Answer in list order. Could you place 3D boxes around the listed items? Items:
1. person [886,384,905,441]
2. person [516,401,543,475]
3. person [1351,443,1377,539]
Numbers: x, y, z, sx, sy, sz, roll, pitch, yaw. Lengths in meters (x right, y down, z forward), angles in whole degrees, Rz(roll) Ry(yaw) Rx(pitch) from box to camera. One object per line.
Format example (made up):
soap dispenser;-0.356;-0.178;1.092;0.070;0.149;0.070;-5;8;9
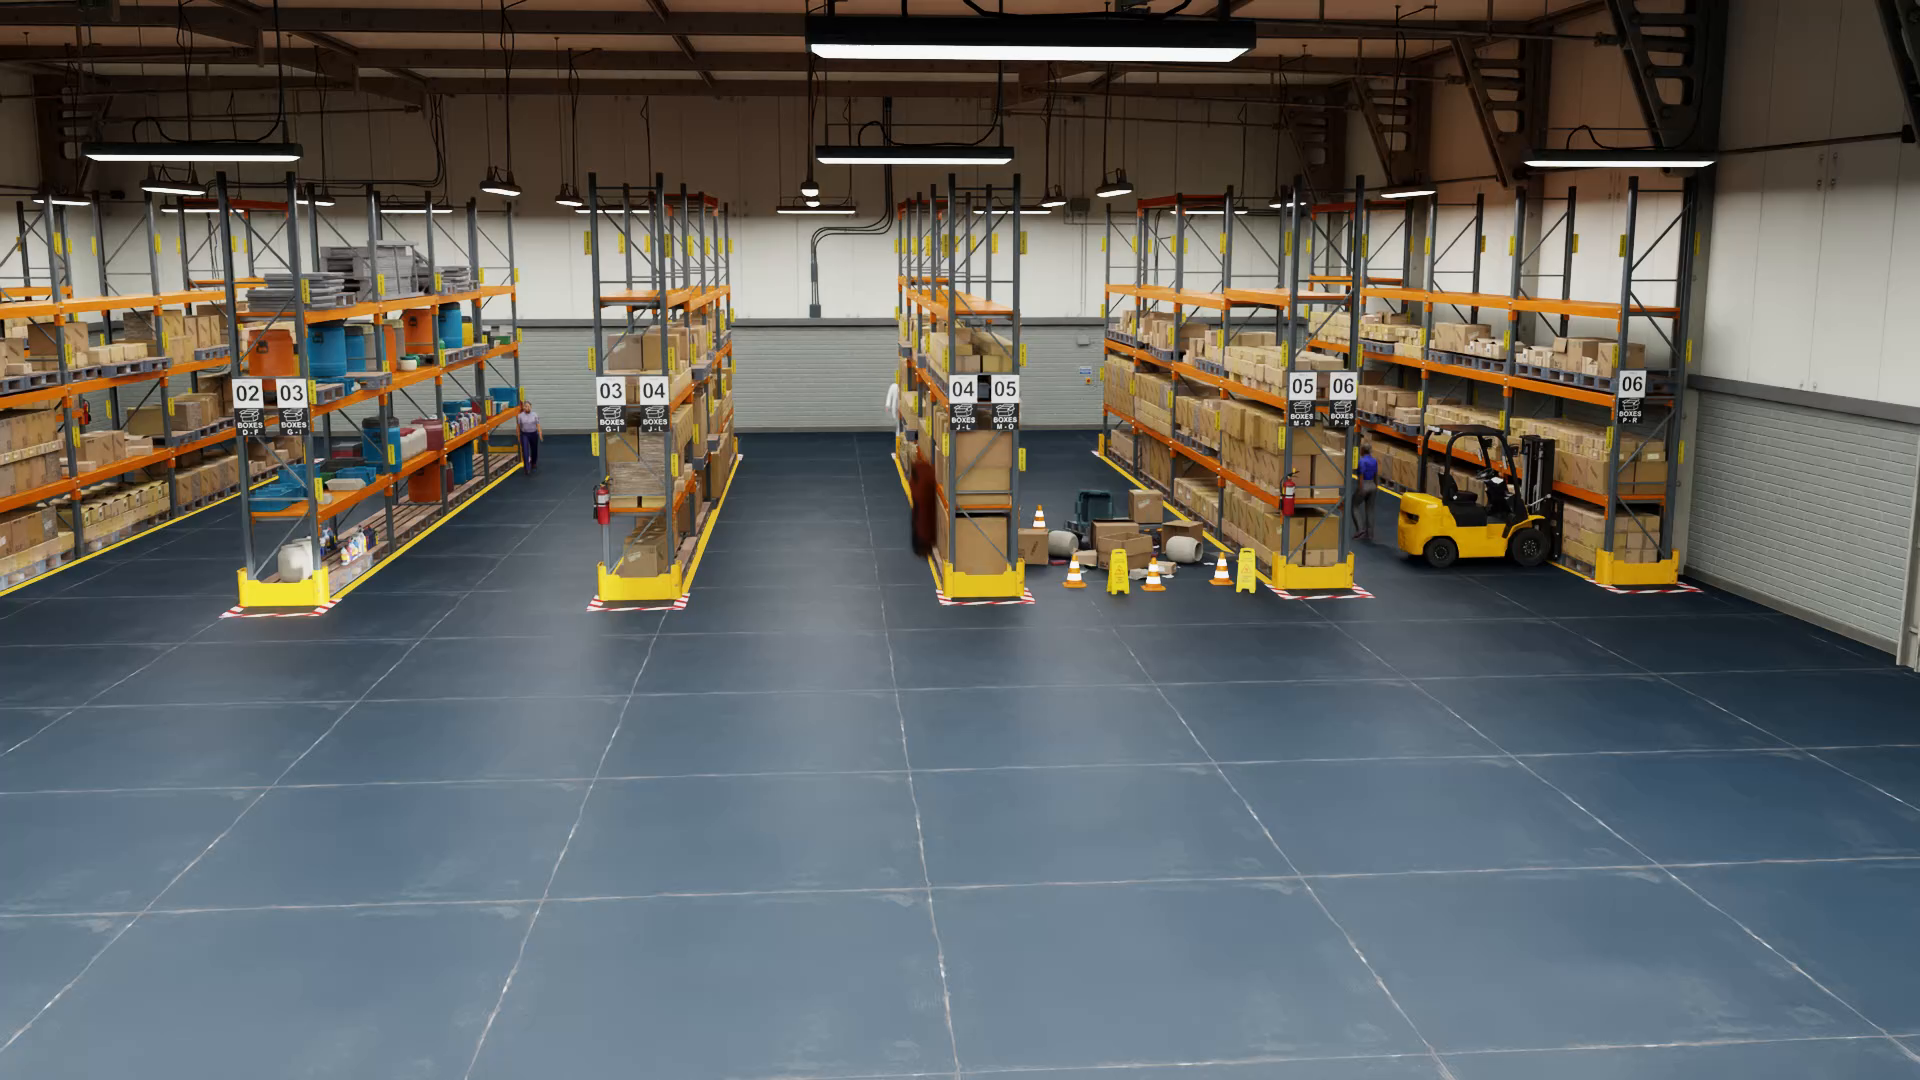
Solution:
person;-1.603;-3.429;43.032;0.595;1.728;1.096;4;11;20
person;-9.573;-2.261;36.983;0.542;1.525;1.016;-4;11;-20
person;7.015;-0.842;28.753;0.478;1.678;0.419;-5;11;-24
